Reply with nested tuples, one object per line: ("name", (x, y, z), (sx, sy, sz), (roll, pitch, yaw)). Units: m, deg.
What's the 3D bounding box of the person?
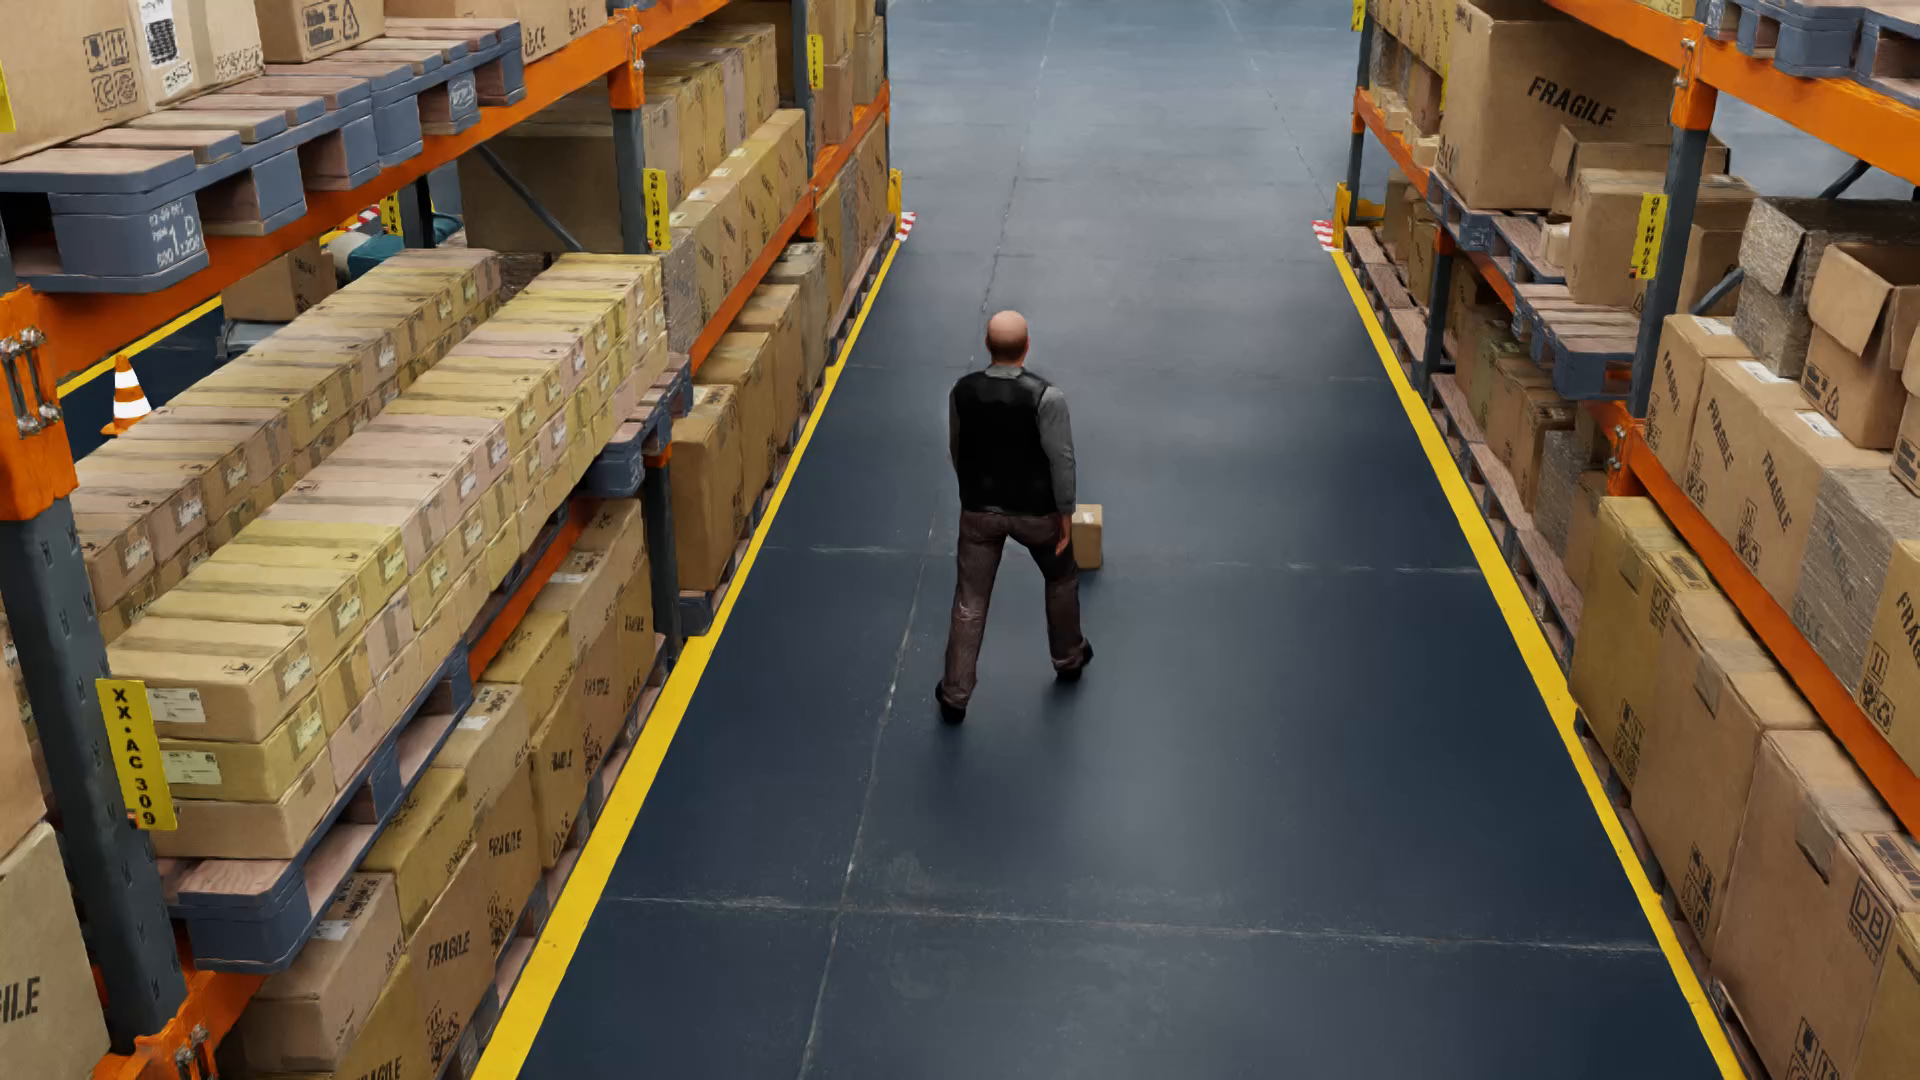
("person", (0.231, -0.125, 6.948), (0.599, 1.687, 0.800), (6, 25, 13))
